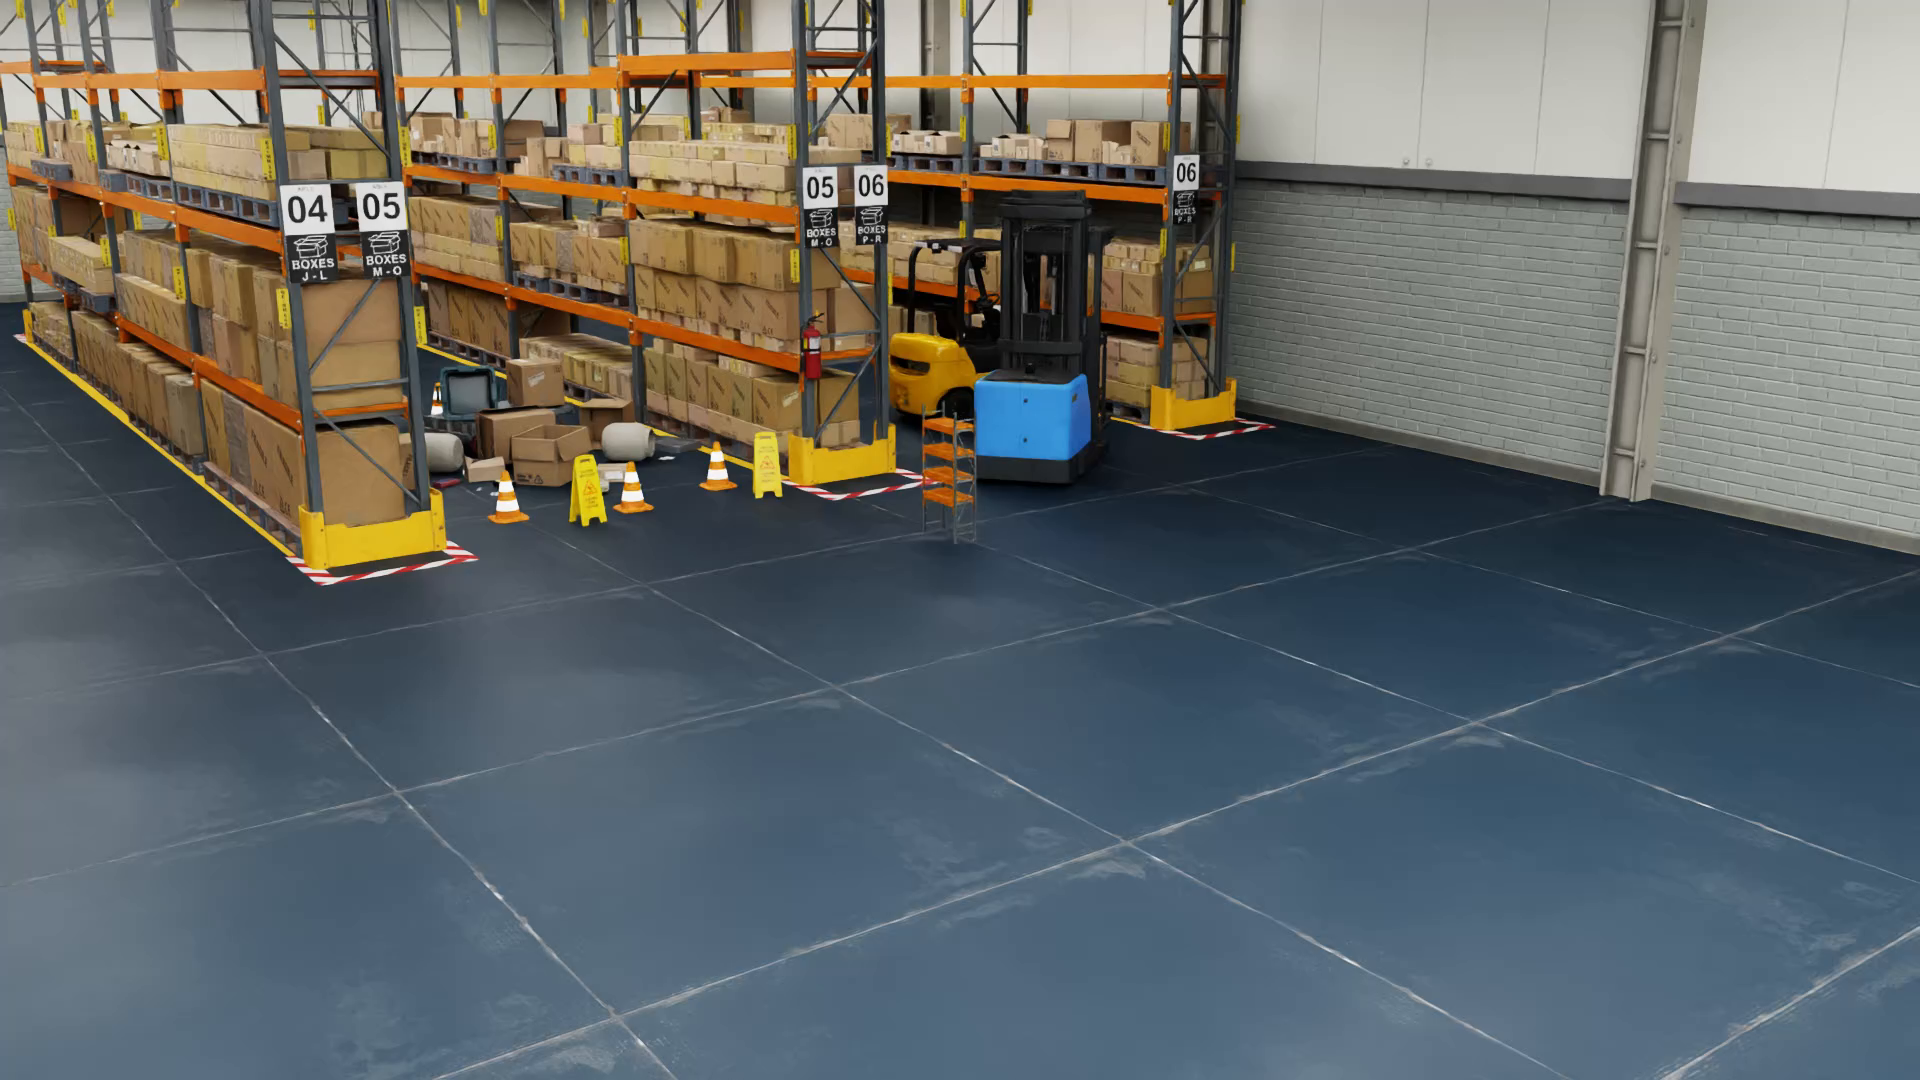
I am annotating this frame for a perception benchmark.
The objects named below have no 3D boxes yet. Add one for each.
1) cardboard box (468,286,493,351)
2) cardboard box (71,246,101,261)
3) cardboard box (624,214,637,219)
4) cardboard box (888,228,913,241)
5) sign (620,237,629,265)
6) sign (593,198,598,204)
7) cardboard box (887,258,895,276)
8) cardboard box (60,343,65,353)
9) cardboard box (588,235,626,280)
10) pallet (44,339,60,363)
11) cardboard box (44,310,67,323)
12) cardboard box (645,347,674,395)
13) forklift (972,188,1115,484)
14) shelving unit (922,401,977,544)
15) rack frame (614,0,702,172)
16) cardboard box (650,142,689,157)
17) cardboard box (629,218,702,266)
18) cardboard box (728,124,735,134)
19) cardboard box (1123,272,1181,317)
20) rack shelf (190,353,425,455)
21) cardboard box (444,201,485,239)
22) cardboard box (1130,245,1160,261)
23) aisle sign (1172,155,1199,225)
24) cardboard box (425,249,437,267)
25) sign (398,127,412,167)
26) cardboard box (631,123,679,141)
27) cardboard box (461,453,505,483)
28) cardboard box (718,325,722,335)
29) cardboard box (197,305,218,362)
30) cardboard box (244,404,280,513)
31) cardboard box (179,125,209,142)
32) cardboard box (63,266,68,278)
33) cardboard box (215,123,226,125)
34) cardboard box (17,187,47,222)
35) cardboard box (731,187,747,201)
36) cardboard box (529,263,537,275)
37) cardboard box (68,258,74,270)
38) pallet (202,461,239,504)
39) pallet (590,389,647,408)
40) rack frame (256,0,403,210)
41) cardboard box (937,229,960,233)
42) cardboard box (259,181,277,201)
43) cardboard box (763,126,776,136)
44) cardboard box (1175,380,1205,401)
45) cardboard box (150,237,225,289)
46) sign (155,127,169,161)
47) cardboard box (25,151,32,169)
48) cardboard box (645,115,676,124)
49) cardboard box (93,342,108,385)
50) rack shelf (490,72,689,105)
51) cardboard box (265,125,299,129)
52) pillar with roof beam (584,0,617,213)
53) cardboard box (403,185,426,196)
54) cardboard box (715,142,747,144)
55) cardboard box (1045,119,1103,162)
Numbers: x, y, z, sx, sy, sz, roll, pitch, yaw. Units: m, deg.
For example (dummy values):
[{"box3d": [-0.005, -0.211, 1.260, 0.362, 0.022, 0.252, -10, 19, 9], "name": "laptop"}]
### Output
[{"box3d": [-6.750, -3.346, 24.848, 0.875, 0.875, 0.875, -11, 19, -34], "name": "cardboard box"}, {"box3d": [-11.252, -3.705, 21.484, 0.380, 0.149, 0.250, -10, 18, -32], "name": "cardboard box"}, {"box3d": [-5.935, -6.013, 31.085, 0.500, 0.250, 0.500, -11, 19, -36], "name": "cardboard box"}, {"box3d": [-0.900, -4.446, 24.220, 0.380, 0.149, 0.250, -11, 19, -36], "name": "cardboard box"}, {"box3d": [-3.985, -3.434, 19.747, 0.100, 0.325, 0.005, -11, 19, -35], "name": "sign"}, {"box3d": [-7.020, -6.629, 31.976, 0.100, 0.325, 0.005, -11, 19, -35], "name": "sign"}, {"box3d": [-0.910, -4.055, 24.493, 0.500, 0.250, 0.500, -10, 18, -33], "name": "cardboard box"}, {"box3d": [-12.986, -2.854, 24.426, 0.380, 0.149, 0.250, -12, 19, -36], "name": "cardboard box"}, {"box3d": [-4.288, -3.525, 20.726, 0.500, 0.500, 0.500, -11, 19, -34], "name": "cardboard box"}, {"box3d": [-13.332, -2.934, 25.398, 1.003, 0.211, 1.213, -11, 19, -35], "name": "pallet"}, {"box3d": [-13.716, -3.407, 25.319, 0.380, 0.149, 0.250, -11, 19, -34], "name": "cardboard box"}, {"box3d": [-3.410, -2.033, 19.813, 0.500, 0.500, 0.500, -10, 18, -32], "name": "cardboard box"}, {"box3d": [1.038, -2.332, 18.045, 1.130, 2.935, 3.031, 5, 16, 16], "name": "forklift"}, {"box3d": [-0.097, -0.614, 15.047, 0.258, 1.200, 0.503, -11, 19, -35], "name": "shelving unit"}, {"box3d": [-3.538, -5.856, 19.426, 1.000, 3.000, 0.127, -11, 19, -35], "name": "rack frame"}, {"box3d": [-3.293, -4.446, 18.921, 0.380, 0.149, 0.250, -12, 19, -36], "name": "cardboard box"}, {"box3d": [-3.455, -3.509, 19.567, 0.700, 0.500, 0.500, -11, 19, -35], "name": "cardboard box"}, {"box3d": [-3.595, -6.765, 27.358, 0.380, 0.149, 0.250, -11, 19, -34], "name": "cardboard box"}, {"box3d": [2.325, -2.992, 20.137, 0.500, 0.500, 0.500, -11, 19, -36], "name": "cardboard box"}, {"box3d": [-6.307, -1.398, 15.866, 1.077, 0.370, 4.000, -11, 19, -35], "name": "rack shelf"}, {"box3d": [-7.292, -4.741, 24.634, 0.500, 0.500, 0.500, -11, 19, -35], "name": "cardboard box"}, {"box3d": [2.275, -3.476, 20.111, 0.380, 0.149, 0.250, -11, 19, -34], "name": "cardboard box"}, {"box3d": [2.627, -4.074, 19.354, 0.394, 0.787, 0.004, -11, 19, -35], "name": "aisle sign"}, {"box3d": [-7.891, -4.353, 25.583, 0.500, 0.250, 0.500, -11, 19, -36], "name": "cardboard box"}, {"box3d": [-4.679, -3.310, 13.999, 0.100, 0.325, 0.005, -11, 19, -35], "name": "sign"}, {"box3d": [-3.859, -5.072, 20.786, 0.500, 0.250, 0.500, -11, 19, -36], "name": "cardboard box"}, {"box3d": [-4.982, -0.773, 17.396, 0.396, 0.266, 0.258, -7, 17, -25], "name": "cardboard box"}, {"box3d": [-2.462, -2.363, 18.504, 0.380, 0.149, 0.250, -11, 19, -35], "name": "cardboard box"}, {"box3d": [-7.256, -2.168, 17.031, 0.875, 0.550, 0.550, -11, 19, -35], "name": "cardboard box"}, {"box3d": [-6.102, -0.818, 15.613, 0.875, 0.875, 0.875, -11, 19, -35], "name": "cardboard box"}, {"box3d": [-7.244, -3.895, 15.922, 0.380, 0.149, 0.250, -11, 19, -35], "name": "cardboard box"}, {"box3d": [-11.719, -3.586, 22.178, 0.380, 0.149, 0.250, -12, 19, -37], "name": "cardboard box"}, {"box3d": [-8.586, -4.445, 18.777, 0.500, 0.500, 0.500, -11, 19, -35], "name": "cardboard box"}, {"box3d": [-14.188, -5.165, 25.619, 0.500, 0.500, 0.500, -10, 18, -33], "name": "cardboard box"}, {"box3d": [-2.204, -3.687, 17.659, 0.380, 0.149, 0.250, -11, 19, -35], "name": "cardboard box"}, {"box3d": [-5.587, -3.669, 22.478, 0.380, 0.149, 0.250, -12, 20, -38], "name": "cardboard box"}, {"box3d": [-11.406, -3.616, 21.724, 0.380, 0.149, 0.250, -11, 19, -36], "name": "cardboard box"}, {"box3d": [-7.099, -0.653, 17.062, 1.003, 0.211, 1.213, -11, 19, -35], "name": "pallet"}, {"box3d": [-3.997, -1.783, 21.192, 1.003, 0.211, 1.213, -11, 19, -35], "name": "pallet"}, {"box3d": [-5.131, -4.212, 13.419, 1.000, 3.000, 0.127, -11, 19, -35], "name": "rack frame"}, {"box3d": [-0.113, -4.430, 24.163, 0.380, 0.149, 0.250, -11, 19, -35], "name": "cardboard box"}, {"box3d": [-5.601, -2.913, 13.847, 0.380, 0.149, 0.250, -11, 19, -35], "name": "cardboard box"}, {"box3d": [-2.932, -6.549, 26.606, 0.380, 0.149, 0.250, -11, 19, -36], "name": "cardboard box"}, {"box3d": [2.696, -1.891, 20.716, 0.500, 0.250, 0.500, -11, 19, -34], "name": "cardboard box"}, {"box3d": [-8.676, -3.134, 18.760, 0.700, 0.500, 0.500, -11, 19, -35], "name": "cardboard box"}, {"box3d": [-7.916, -3.934, 16.511, 0.100, 0.325, 0.005, -11, 19, -35], "name": "sign"}, {"box3d": [-13.277, -5.535, 24.219, 0.500, 0.250, 0.500, -11, 19, -35], "name": "cardboard box"}, {"box3d": [-5.317, -7.488, 29.844, 0.500, 0.250, 0.500, -10, 18, -34], "name": "cardboard box"}, {"box3d": [-11.060, -2.345, 21.903, 0.500, 0.500, 0.500, -12, 19, -37], "name": "cardboard box"}, {"box3d": [-4.714, -5.743, 21.134, 1.077, 0.370, 4.000, -11, 19, -35], "name": "rack shelf"}, {"box3d": [-6.414, -3.889, 15.900, 0.380, 0.149, 0.250, -11, 19, -34], "name": "cardboard box"}, {"box3d": [-10.920, -9.237, 31.779, 9.100, 9.000, 0.400, -11, 19, -35], "name": "pillar with roof beam"}, {"box3d": [-8.681, -5.530, 26.288, 0.380, 0.149, 0.250, -11, 19, -36], "name": "cardboard box"}, {"box3d": [-2.550, -4.419, 18.822, 0.380, 0.149, 0.250, -11, 19, -36], "name": "cardboard box"}, {"box3d": [1.535, -5.049, 20.978, 0.797, 0.503, 0.637, -10, 18, -33], "name": "cardboard box"}]
